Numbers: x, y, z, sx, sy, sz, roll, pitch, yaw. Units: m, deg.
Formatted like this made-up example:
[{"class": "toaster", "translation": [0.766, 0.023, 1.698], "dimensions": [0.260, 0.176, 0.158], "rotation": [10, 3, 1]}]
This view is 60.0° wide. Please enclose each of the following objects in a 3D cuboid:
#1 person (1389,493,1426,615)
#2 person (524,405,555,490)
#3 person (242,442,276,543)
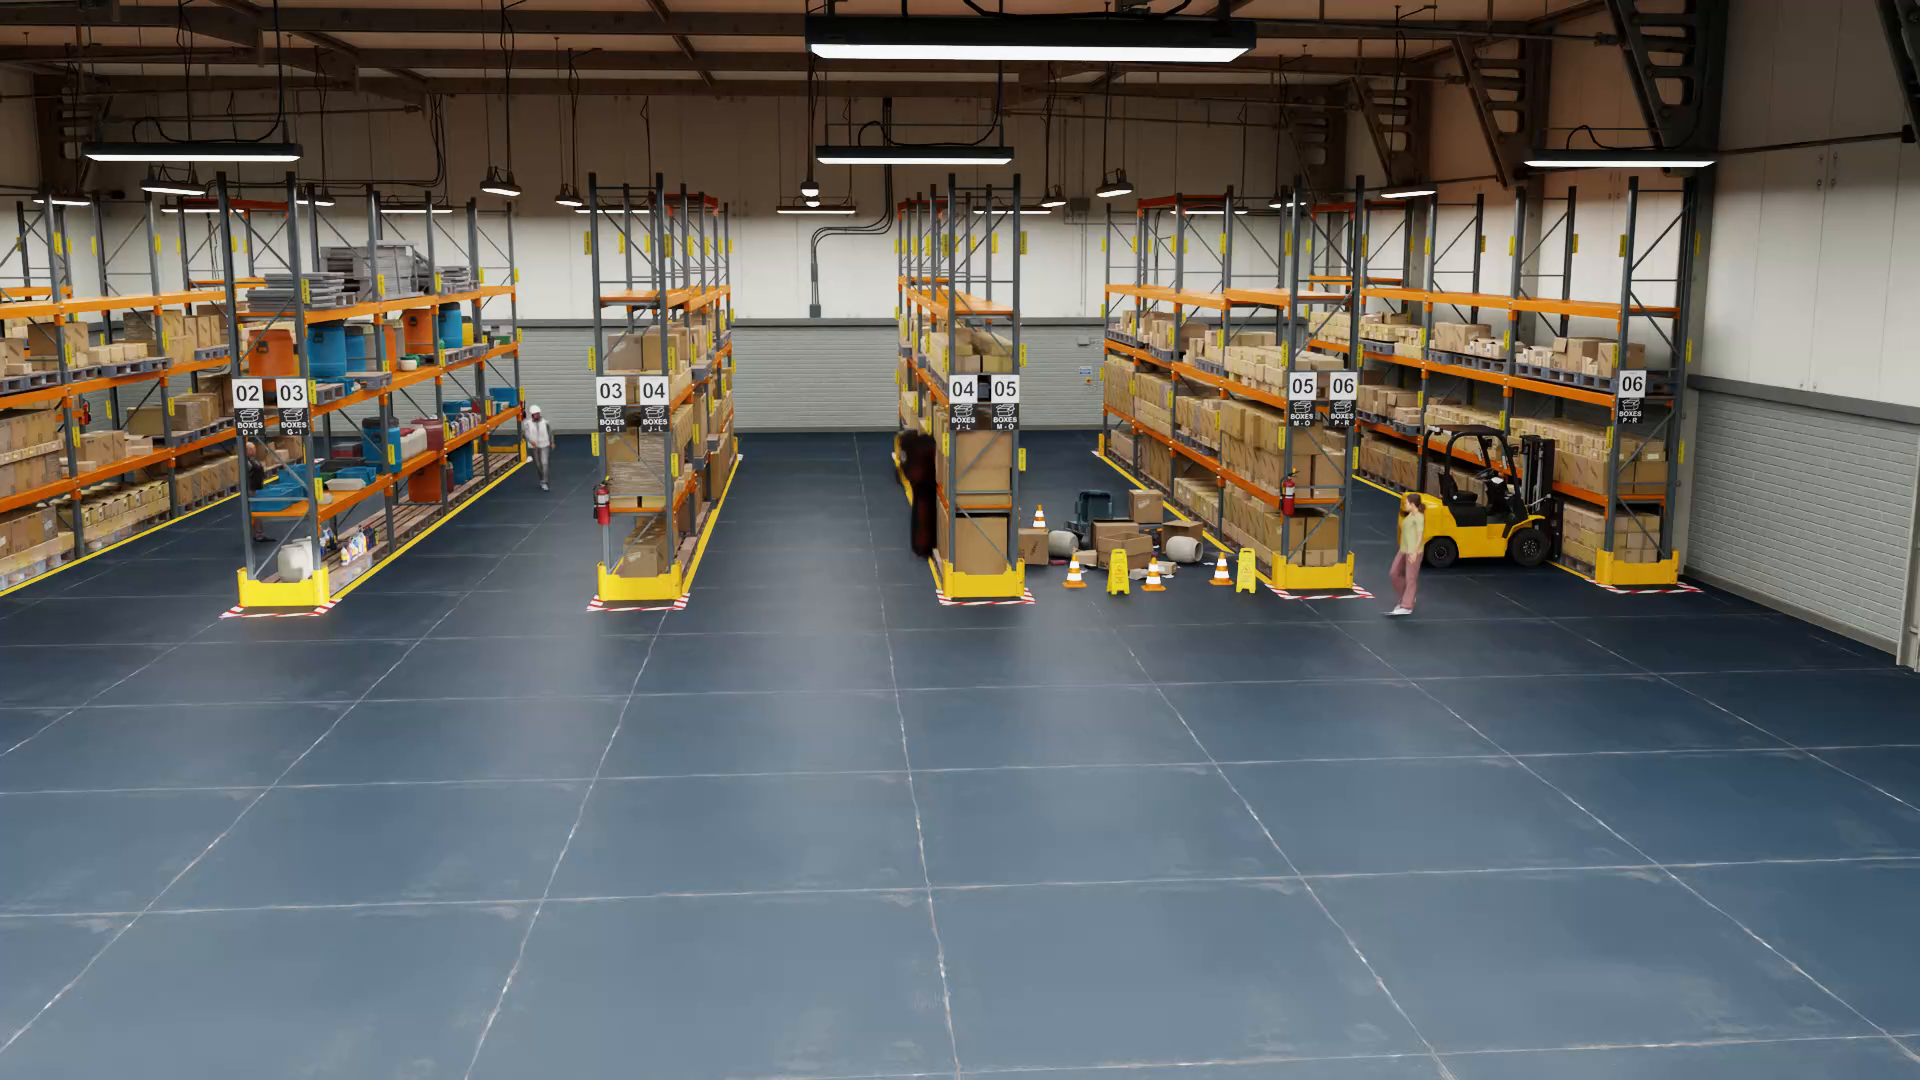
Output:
[{"class": "person", "translation": [6.151, 0.204, 22.825], "dimensions": [0.454, 1.696, 0.482], "rotation": [-4, 11, -23]}, {"class": "person", "translation": [-8.785, -1.950, 34.734], "dimensions": [0.567, 1.750, 0.837], "rotation": [-1, 10, -7]}, {"class": "person", "translation": [-12.029, -0.828, 28.428], "dimensions": [0.548, 1.722, 0.547], "rotation": [-3, 10, -14]}]
